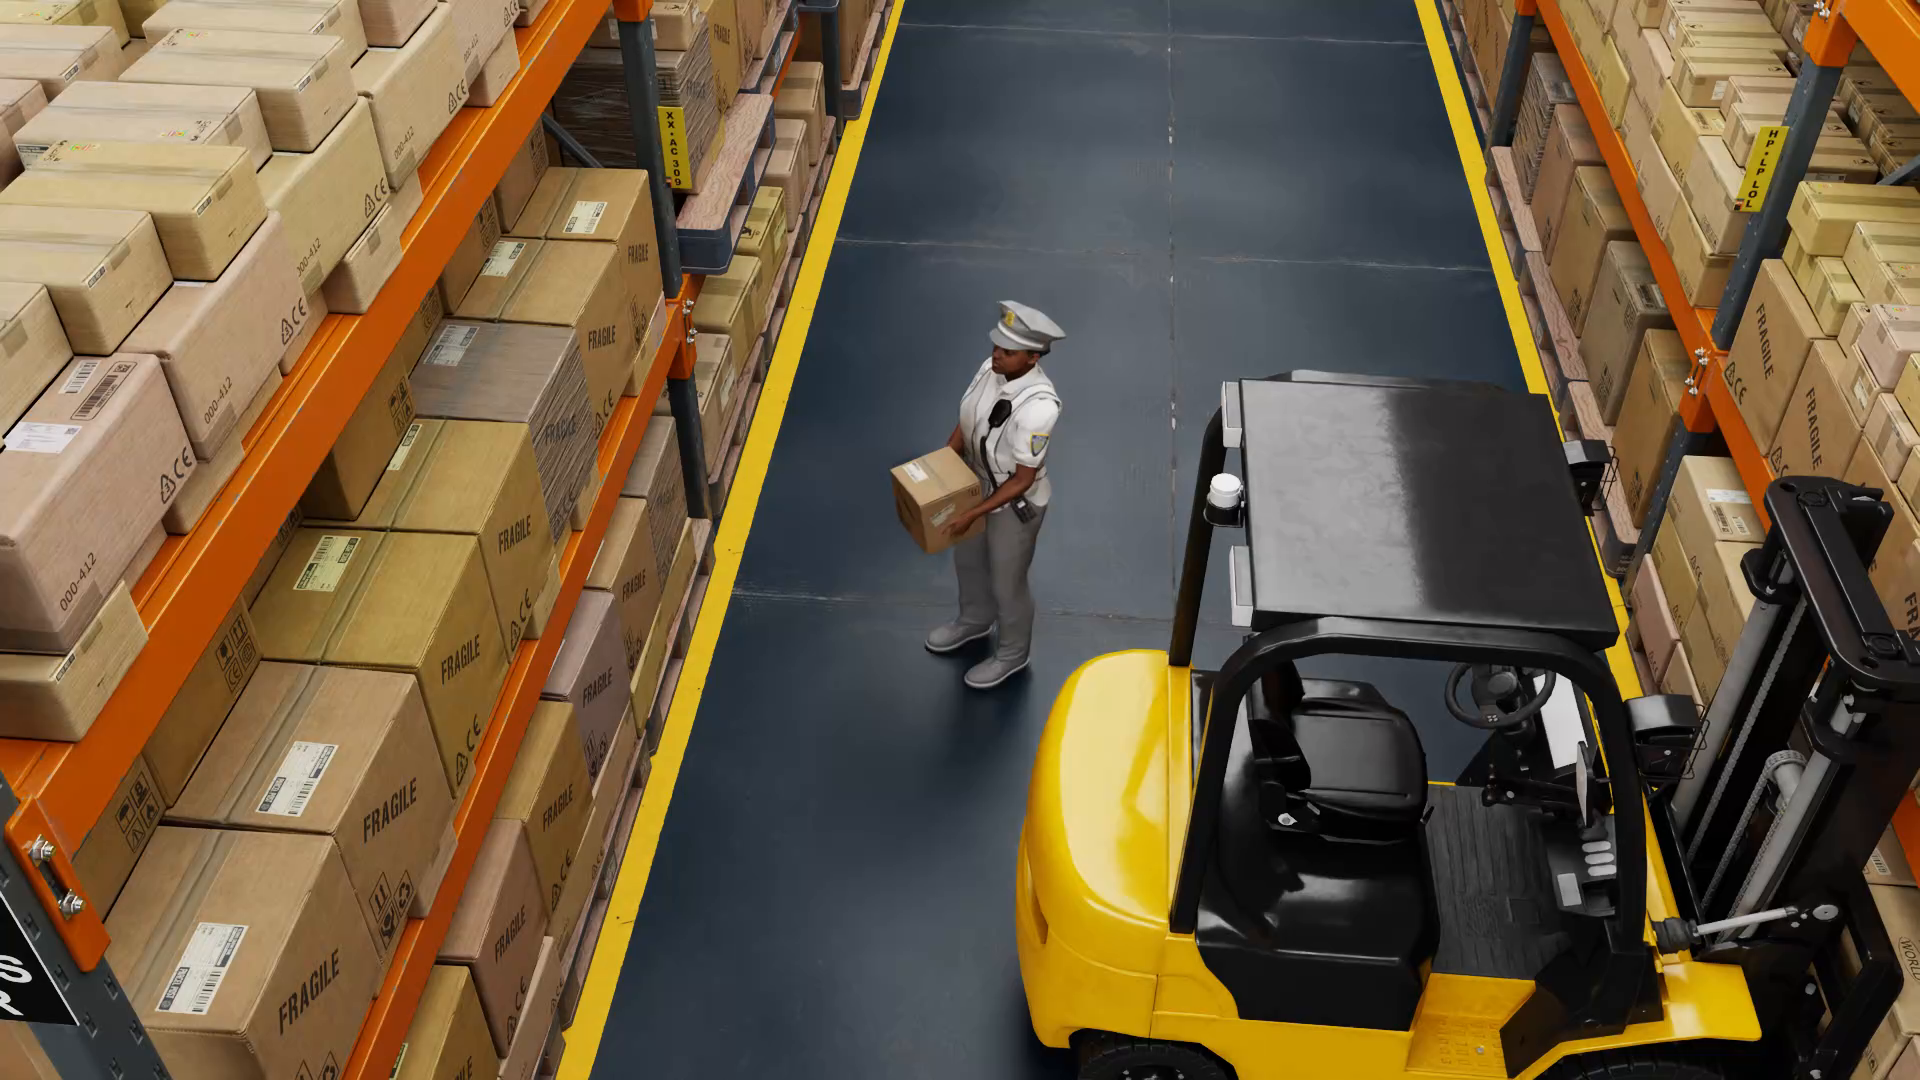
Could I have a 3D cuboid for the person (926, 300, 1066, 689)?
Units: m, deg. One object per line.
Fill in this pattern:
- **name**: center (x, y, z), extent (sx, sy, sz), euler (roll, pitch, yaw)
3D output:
- **person**: center (0.105, -0.151, 6.303), extent (0.522, 1.702, 0.474), euler (-19, 44, -21)
